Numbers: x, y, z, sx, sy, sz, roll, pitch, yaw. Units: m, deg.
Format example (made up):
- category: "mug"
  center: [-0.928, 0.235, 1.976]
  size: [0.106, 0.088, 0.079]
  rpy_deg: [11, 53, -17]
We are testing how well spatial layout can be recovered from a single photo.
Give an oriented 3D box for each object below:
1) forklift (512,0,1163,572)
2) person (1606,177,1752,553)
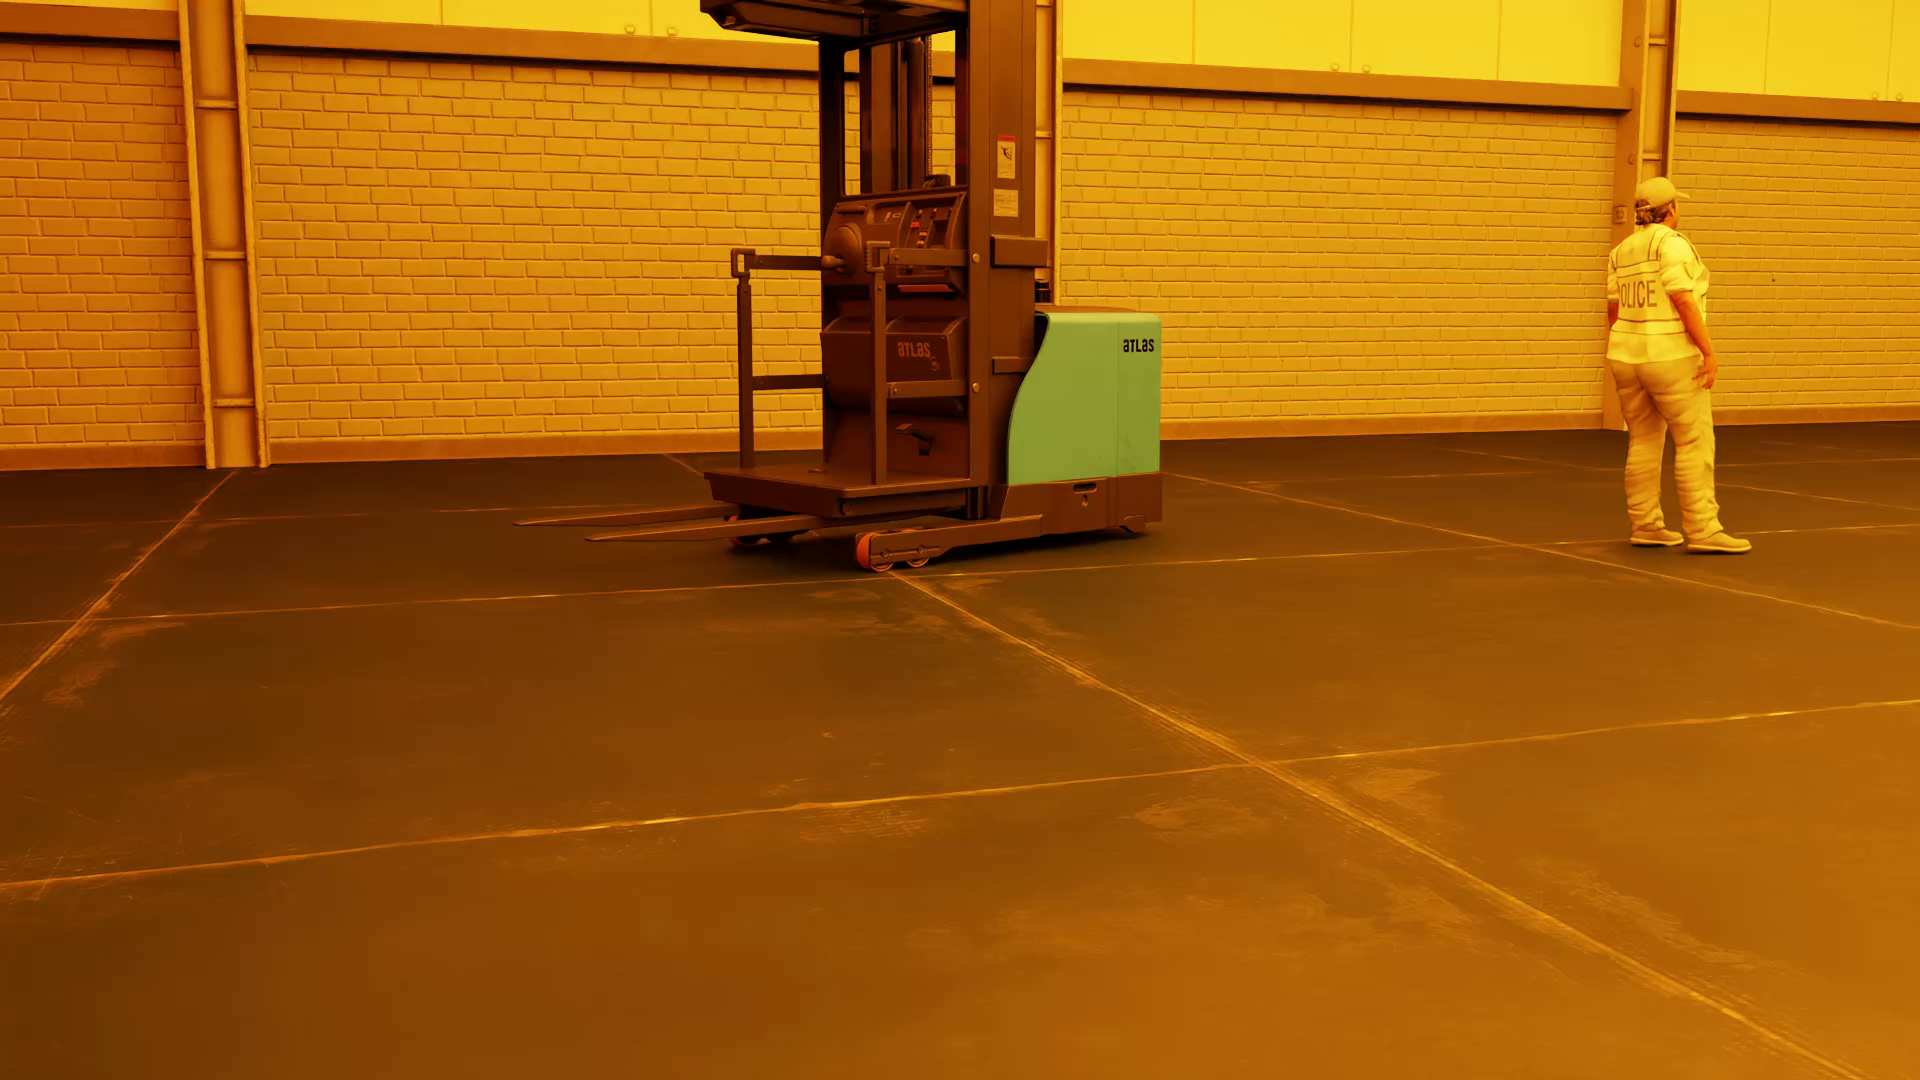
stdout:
- category: "forklift"
  center: [-0.461, -1.399, 7.333]
  size: [3.031, 2.935, 1.130]
  rpy_deg: [-7, 10, -40]
- category: "person"
  center: [3.248, -0.796, 7.554]
  size: [0.523, 1.672, 0.590]
  rpy_deg: [-3, 8, -18]
